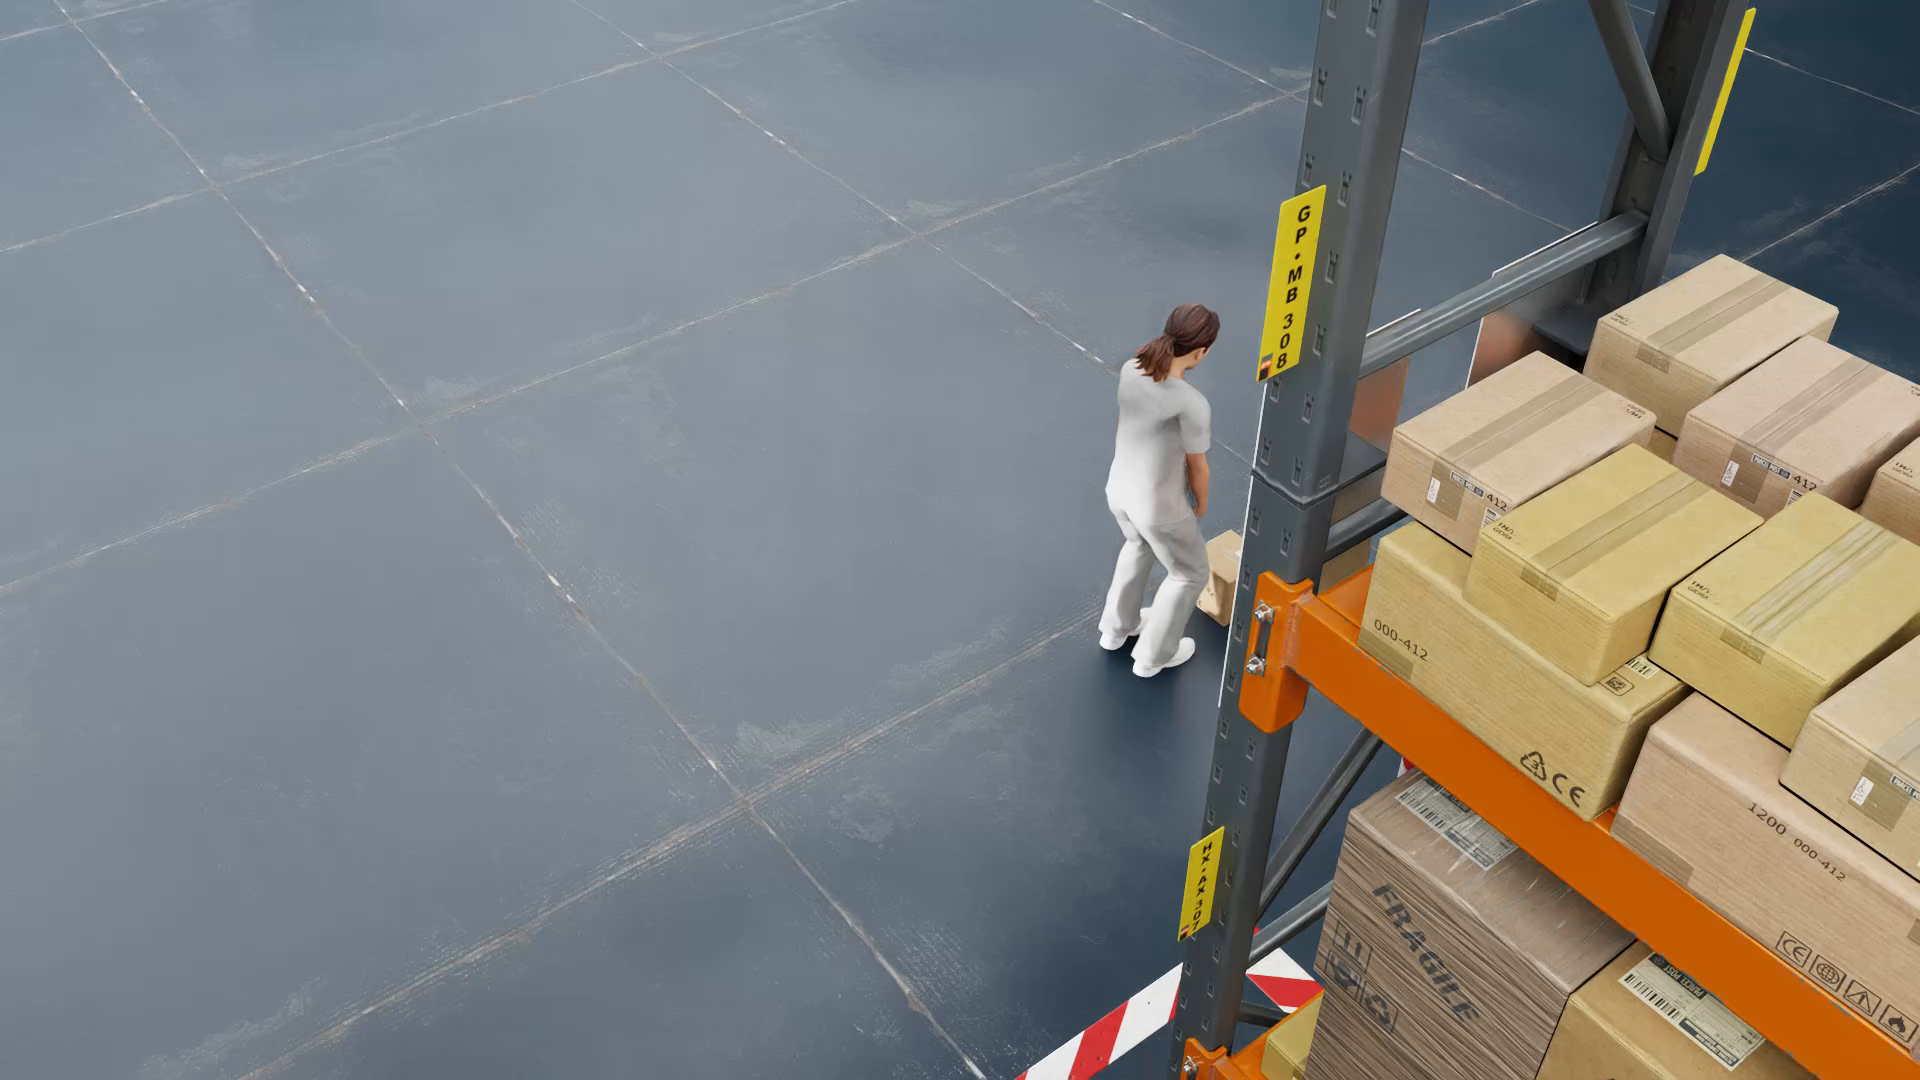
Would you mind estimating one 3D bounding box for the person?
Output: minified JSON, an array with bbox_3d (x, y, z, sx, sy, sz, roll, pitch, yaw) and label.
[{"bbox_3d":[0.764,-0.186,6.429,0.406,1.616,0.464,-25,47,-27],"label":"person"}]
